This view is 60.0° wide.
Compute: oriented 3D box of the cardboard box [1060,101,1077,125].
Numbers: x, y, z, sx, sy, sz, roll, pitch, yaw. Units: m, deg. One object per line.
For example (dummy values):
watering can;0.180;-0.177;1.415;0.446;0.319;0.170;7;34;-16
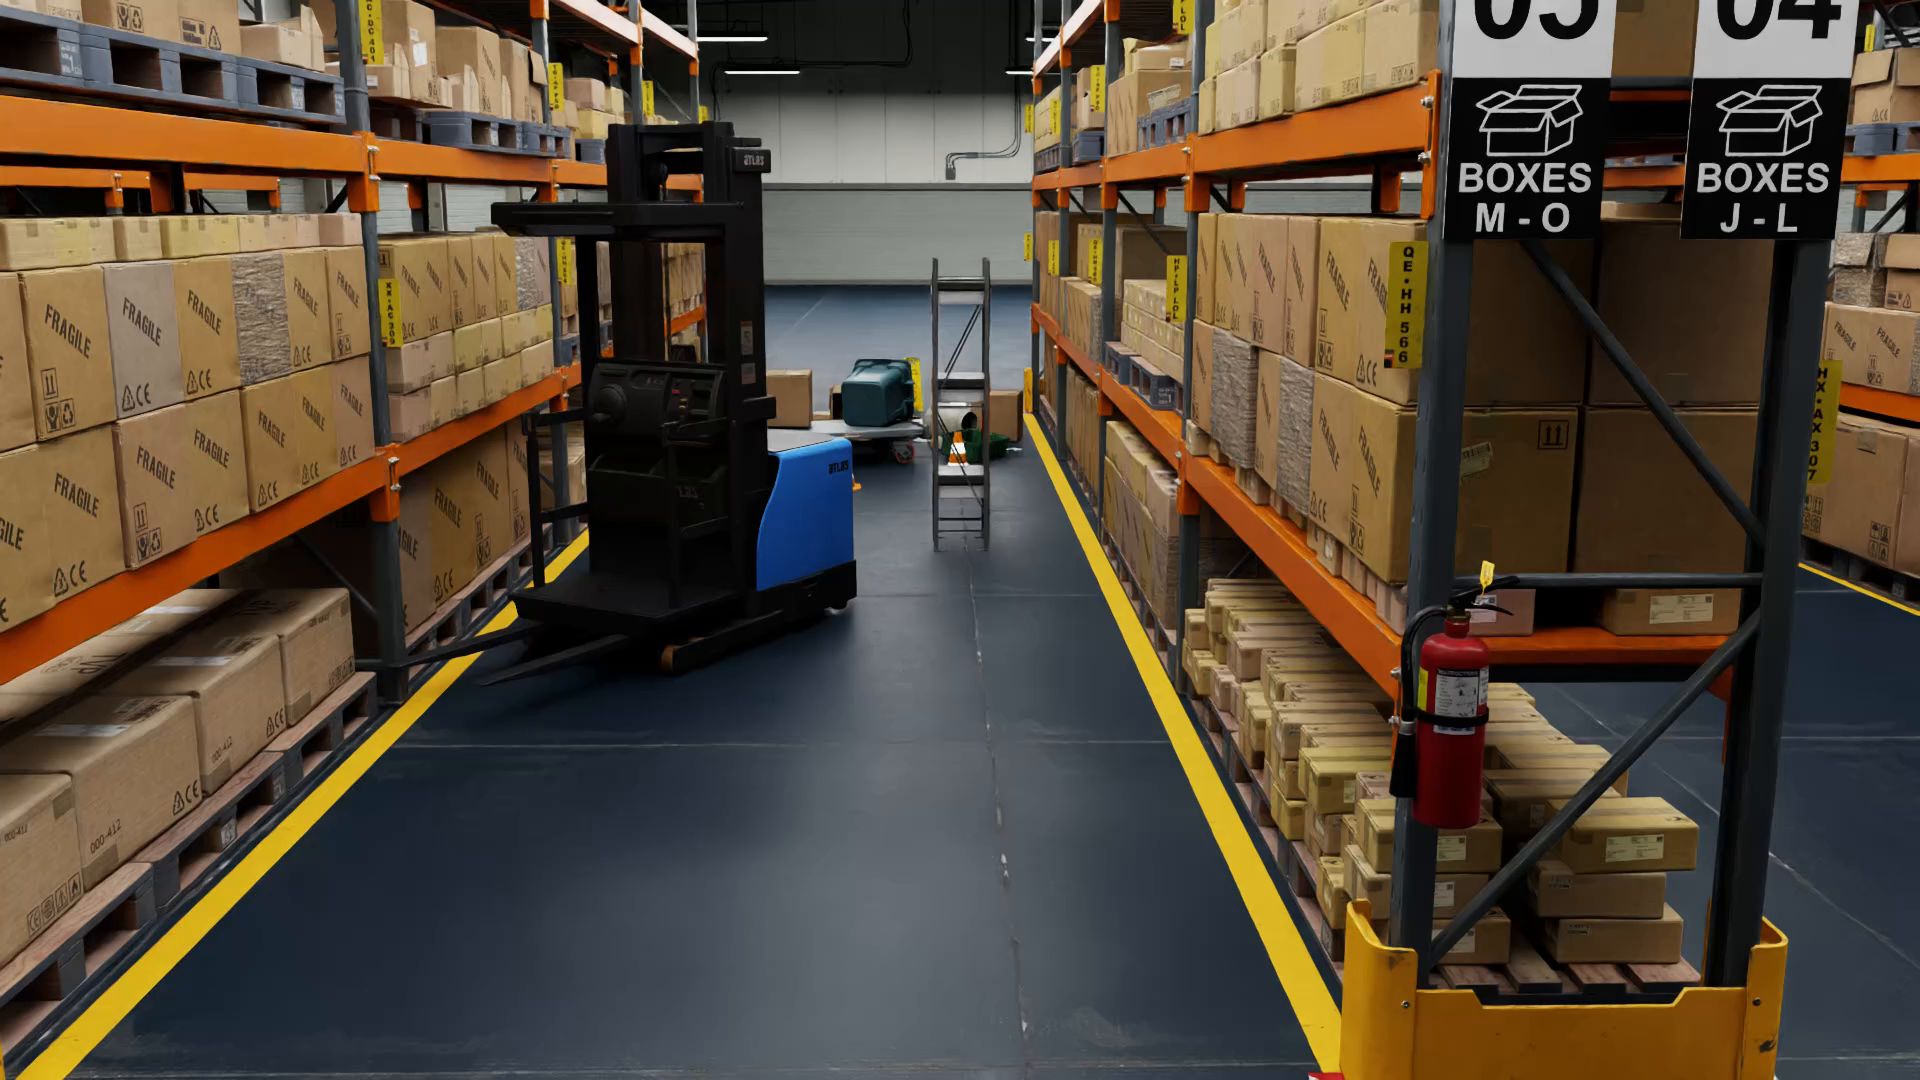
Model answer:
cardboard box;1.194;-4.163;16.310;0.500;0.250;0.500;0;11;-2

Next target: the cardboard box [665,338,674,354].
cardboard box;-3.184;-2.018;17.301;0.380;0.149;0.250;0;11;1

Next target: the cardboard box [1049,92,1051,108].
cardboard box;1.112;-4.534;17.138;0.380;0.149;0.250;0;11;-1

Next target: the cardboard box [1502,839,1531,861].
cardboard box;2.005;1.002;5.440;0.380;0.149;0.250;0;11;-1

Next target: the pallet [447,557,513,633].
pallet;-3.440;0.332;10.390;1.003;0.211;1.213;0;11;-1

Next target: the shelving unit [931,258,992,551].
shelving unit;0.003;-0.996;12.188;0.431;2.100;0.503;0;11;-1

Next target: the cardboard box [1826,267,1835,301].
cardboard box;6.453;-1.836;12.756;0.500;0.500;0.500;-2;12;-8

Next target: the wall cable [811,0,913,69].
wall cable;-2.978;-15.561;50.296;3.097;2.526;0.112;0;11;-1

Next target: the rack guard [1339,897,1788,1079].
rack guard;1.707;1.327;4.762;1.175;0.500;0.348;0;11;-1

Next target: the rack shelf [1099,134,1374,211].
rack shelf;1.585;-2.193;10.092;1.077;0.370;4.000;0;11;-1

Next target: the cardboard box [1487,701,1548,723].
cardboard box;1.950;0.702;6.173;0.380;0.149;0.250;0;11;1

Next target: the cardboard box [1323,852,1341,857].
cardboard box;1.463;1.101;5.703;0.380;0.149;0.250;0;11;-1

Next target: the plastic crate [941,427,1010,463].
plastic crate;0.147;-0.948;16.615;0.450;0.188;0.662;17;18;26

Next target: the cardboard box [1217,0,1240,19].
cardboard box;1.362;-2.402;7.429;0.380;0.149;0.250;-1;11;-4

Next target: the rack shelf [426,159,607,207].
rack shelf;-3.445;-2.948;13.812;1.077;0.370;4.000;0;11;-1

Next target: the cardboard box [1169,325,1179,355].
cardboard box;1.401;-1.141;9.467;0.380;0.149;0.250;-1;11;-3

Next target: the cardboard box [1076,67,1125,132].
cardboard box;1.227;-3.592;13.616;0.500;0.500;0.500;0;11;-1

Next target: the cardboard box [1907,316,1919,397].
cardboard box;6.278;-1.121;10.291;0.500;0.500;0.500;0;11;-1

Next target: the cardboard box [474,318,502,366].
cardboard box;-3.083;-1.203;10.062;0.500;0.250;0.500;-1;11;-3

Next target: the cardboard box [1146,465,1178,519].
cardboard box;1.360;-0.276;9.719;0.500;0.250;0.500;0;11;2

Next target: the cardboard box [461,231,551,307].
cardboard box;-3.131;-1.870;11.468;0.500;0.500;0.500;-1;11;-3

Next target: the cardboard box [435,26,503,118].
cardboard box;-3.077;-2.809;10.008;0.500;0.500;0.500;0;11;-1

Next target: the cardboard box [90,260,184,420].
cardboard box;-3.000;-0.683;5.617;0.500;0.500;0.500;0;11;-2

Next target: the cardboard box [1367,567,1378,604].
cardboard box;1.452;0.127;5.023;0.380;0.149;0.250;0;11;-1

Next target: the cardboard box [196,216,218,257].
cardboard box;-3.013;-1.132;6.196;0.380;0.149;0.250;0;11;-1

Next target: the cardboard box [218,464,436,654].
cardboard box;-3.414;0.075;8.935;0.875;0.875;0.875;0;11;1

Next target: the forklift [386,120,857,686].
forklift;-1.826;-0.813;9.192;1.130;2.935;3.031;7;13;30

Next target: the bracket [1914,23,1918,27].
bracket;21.340;-11.353;36.833;0.235;0.232;0.430;0;11;-1

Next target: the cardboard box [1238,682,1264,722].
cardboard box;1.376;0.698;6.942;0.380;0.149;0.250;0;11;-2

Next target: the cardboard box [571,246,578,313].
cardboard box;-3.199;-2.028;12.954;0.500;0.500;0.500;0;11;2

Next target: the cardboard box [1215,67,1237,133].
cardboard box;1.391;-1.882;7.126;0.500;0.250;0.500;0;11;-2

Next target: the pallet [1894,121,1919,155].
pallet;6.597;-2.501;10.274;1.003;0.211;1.213;0;11;1

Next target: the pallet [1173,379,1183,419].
pallet;1.756;-0.737;9.130;1.003;0.211;1.213;0;11;-1

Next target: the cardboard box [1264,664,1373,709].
cardboard box;1.433;0.601;6.668;0.380;0.149;0.250;0;11;-1

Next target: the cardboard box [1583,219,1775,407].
cardboard box;1.965;-0.658;4.746;0.500;0.500;0.500;0;11;-2

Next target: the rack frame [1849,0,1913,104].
rack frame;6.504;-4.414;11.683;1.000;3.000;0.127;0;11;-1

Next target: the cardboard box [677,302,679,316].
cardboard box;-3.222;-2.473;17.838;0.380;0.149;0.250;0;11;-1

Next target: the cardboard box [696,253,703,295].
cardboard box;-3.282;-3.111;19.352;0.500;0.500;0.500;0;11;-2

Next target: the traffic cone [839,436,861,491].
traffic cone;-1.055;-0.691;14.800;0.336;0.463;0.334;0;11;-1

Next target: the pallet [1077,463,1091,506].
pallet;1.580;-0.506;14.522;1.003;0.211;1.213;0;11;-1

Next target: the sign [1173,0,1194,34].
sign;1.071;-2.592;7.955;0.100;0.325;0.005;0;11;-1

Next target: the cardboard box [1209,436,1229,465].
cardboard box;1.384;-0.447;7.848;0.380;0.149;0.250;0;11;1

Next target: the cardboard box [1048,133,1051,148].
cardboard box;1.112;-4.143;17.218;0.380;0.149;0.250;0;11;0

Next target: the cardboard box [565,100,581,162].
cardboard box;-3.464;-3.257;13.264;0.797;0.503;0.637;0;11;-1

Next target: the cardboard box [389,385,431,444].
cardboard box;-3.066;-0.653;8.611;0.500;0.250;0.500;-1;11;-2

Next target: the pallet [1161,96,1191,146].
pallet;1.720;-2.180;8.686;1.213;0.211;1.003;0;11;-1

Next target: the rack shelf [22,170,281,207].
rack shelf;-8.490;-3.722;17.627;1.077;0.370;4.000;0;11;-1

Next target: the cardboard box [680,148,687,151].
cardboard box;-3.264;-4.262;18.107;0.500;0.250;0.500;0;11;0

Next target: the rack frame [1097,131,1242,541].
rack frame;1.543;-1.474;12.278;1.000;3.000;0.127;0;11;-1

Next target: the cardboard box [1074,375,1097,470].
cardboard box;1.579;-1.057;14.828;1.050;0.750;0.750;0;11;-1

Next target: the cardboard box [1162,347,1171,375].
cardboard box;1.394;-1.046;9.744;0.380;0.149;0.250;-1;11;-4

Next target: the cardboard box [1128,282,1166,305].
cardboard box;1.367;-1.702;11.482;0.380;0.149;0.250;-1;11;-3

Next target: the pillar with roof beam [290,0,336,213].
pillar with roof beam;-5.238;-7.011;24.482;9.100;9.000;0.400;0;11;-1

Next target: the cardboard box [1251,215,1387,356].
cardboard box;1.406;-0.967;6.268;0.500;0.500;0.500;-1;11;-3
